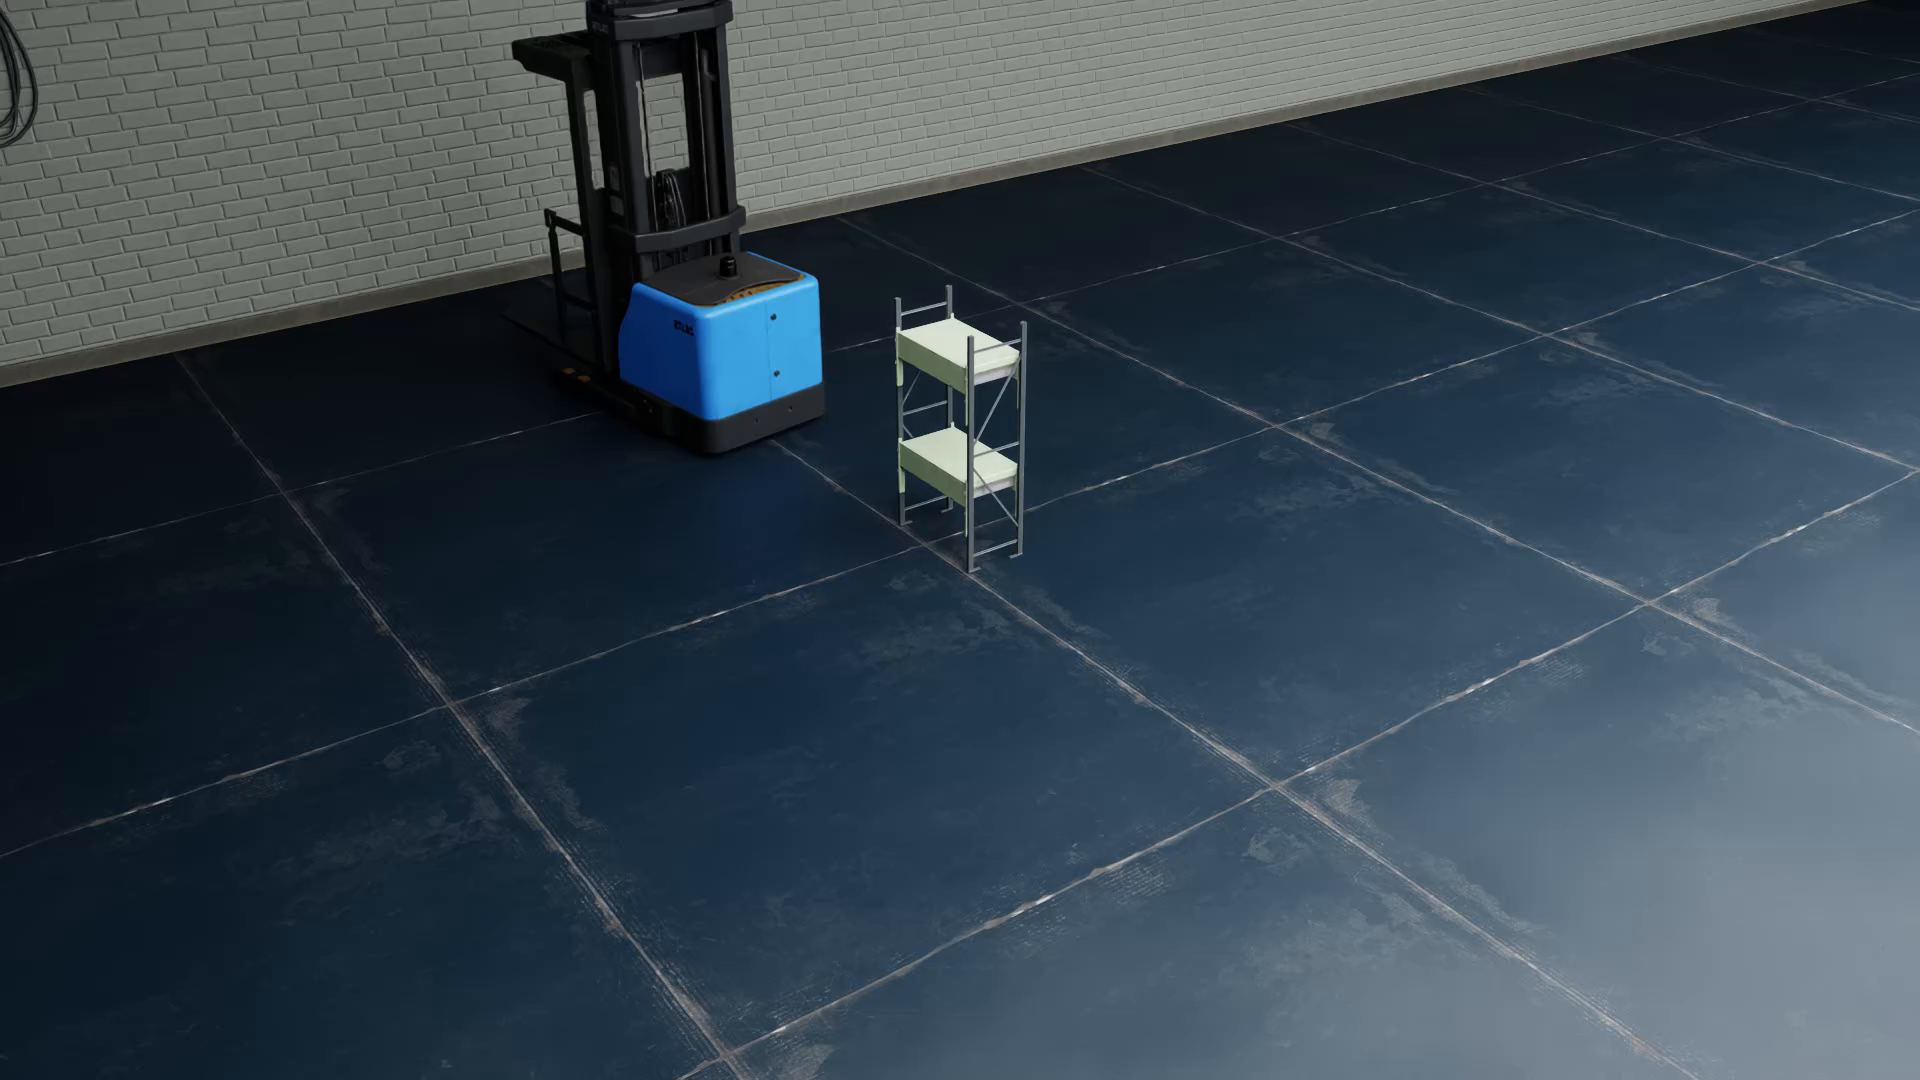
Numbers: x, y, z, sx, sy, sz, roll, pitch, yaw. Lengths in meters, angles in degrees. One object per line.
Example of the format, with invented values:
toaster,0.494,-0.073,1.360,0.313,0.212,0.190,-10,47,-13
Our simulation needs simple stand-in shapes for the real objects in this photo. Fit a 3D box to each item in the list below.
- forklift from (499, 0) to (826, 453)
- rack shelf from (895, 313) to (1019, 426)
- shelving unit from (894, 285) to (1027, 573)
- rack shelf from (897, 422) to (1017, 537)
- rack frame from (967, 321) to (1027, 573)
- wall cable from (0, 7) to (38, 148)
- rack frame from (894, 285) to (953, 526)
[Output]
forklift,-2.335,-2.476,11.739,1.130,2.935,3.031,-25,37,-38
rack shelf,-0.004,-1.005,9.711,0.431,0.370,0.720,-19,34,-31
shelving unit,-0.004,-0.662,9.897,0.431,1.500,0.755,-19,34,-31
rack shelf,-0.004,-0.375,10.052,0.431,0.370,0.720,-19,34,-31
rack frame,0.208,-0.519,9.635,0.400,1.500,0.023,-19,34,-31
wall cable,-7.736,-3.489,10.499,3.097,2.526,0.112,-19,34,-31
rack frame,-0.216,-0.804,10.159,0.400,1.500,0.023,-19,34,-31
